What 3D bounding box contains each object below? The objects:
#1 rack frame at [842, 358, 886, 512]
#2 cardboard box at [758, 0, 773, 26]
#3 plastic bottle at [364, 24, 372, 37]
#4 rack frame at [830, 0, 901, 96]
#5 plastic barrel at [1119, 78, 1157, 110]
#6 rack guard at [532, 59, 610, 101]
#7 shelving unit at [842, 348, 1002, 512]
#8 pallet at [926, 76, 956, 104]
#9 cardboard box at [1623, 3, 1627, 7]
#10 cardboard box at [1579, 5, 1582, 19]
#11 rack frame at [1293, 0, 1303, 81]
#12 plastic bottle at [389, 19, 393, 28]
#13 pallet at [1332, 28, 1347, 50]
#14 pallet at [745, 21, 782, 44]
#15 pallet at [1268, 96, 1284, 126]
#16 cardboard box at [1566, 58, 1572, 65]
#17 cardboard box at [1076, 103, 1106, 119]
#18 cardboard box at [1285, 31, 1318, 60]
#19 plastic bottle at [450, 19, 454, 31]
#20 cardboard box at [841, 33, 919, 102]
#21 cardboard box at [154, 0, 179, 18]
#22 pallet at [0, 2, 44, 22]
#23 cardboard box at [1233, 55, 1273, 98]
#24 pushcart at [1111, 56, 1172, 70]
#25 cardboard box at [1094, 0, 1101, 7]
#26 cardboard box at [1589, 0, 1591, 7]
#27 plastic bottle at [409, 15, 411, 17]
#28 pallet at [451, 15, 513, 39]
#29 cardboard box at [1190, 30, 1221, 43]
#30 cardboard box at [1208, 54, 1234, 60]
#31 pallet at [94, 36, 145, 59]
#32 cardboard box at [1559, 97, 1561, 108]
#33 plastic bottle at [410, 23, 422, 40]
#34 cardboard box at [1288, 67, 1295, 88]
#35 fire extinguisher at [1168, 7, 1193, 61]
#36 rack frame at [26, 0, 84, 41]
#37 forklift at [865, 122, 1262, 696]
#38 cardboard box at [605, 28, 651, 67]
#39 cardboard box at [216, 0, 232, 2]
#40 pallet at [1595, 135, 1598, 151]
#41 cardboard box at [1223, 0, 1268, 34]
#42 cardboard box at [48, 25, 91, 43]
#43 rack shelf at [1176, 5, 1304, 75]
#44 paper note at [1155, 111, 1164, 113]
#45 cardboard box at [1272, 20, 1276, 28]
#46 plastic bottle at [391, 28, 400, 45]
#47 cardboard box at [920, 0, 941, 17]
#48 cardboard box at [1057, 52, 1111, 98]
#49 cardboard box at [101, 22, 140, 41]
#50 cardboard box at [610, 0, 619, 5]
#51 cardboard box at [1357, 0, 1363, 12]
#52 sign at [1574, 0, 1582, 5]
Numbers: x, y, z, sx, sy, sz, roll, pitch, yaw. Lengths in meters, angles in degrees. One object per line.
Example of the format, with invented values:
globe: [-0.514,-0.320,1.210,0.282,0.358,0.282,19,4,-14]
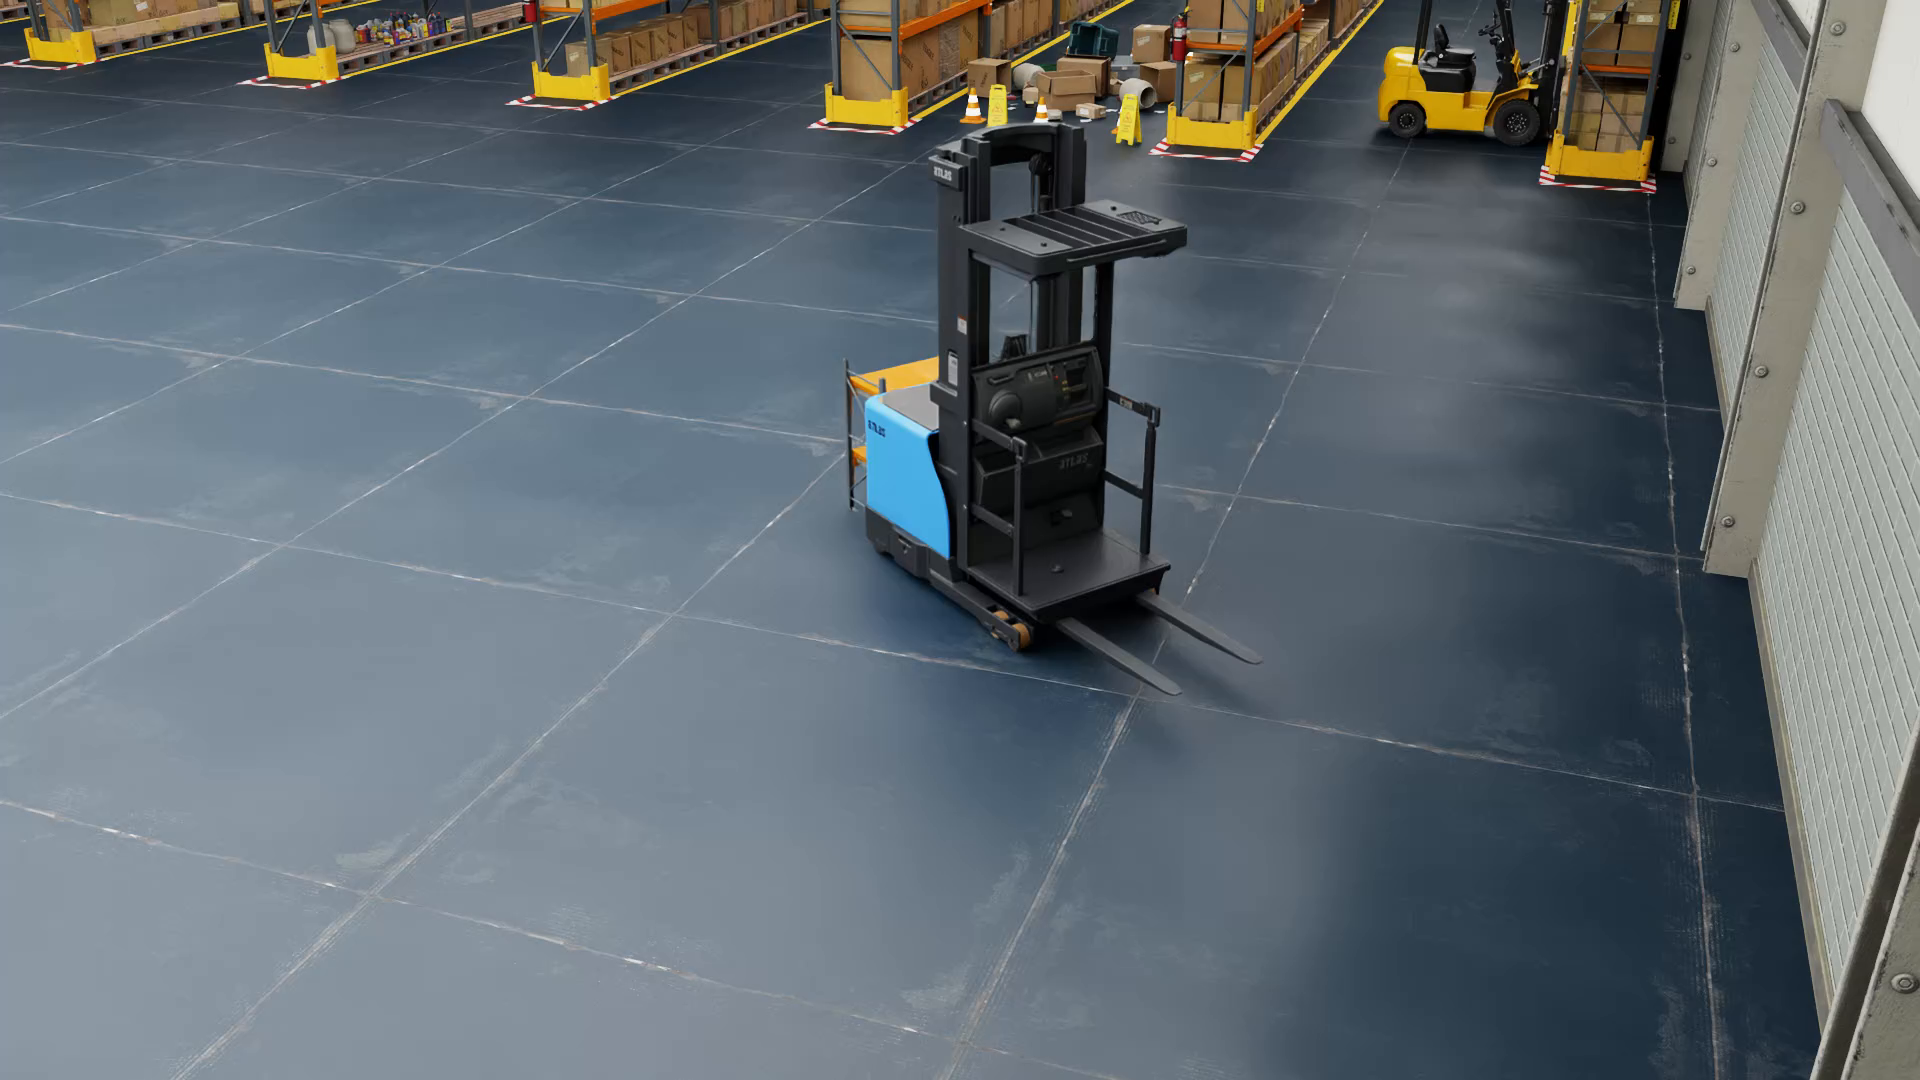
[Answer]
rack frame: [-0.654,-0.660,11.545,0.032,1.125,0.500,-17,31,-32]
cardboard box: [-3.868,-9.748,30.528,0.700,0.500,0.500,11,28,22]
plastic bottle: [-10.288,-8.795,28.816,0.152,0.276,0.135,8,27,16]
rack frame: [-1.327,-7.369,23.250,1.000,3.000,0.127,9,27,17]
plastic barrel: [2.634,-6.601,24.621,0.421,0.421,0.512,-14,29,-27]
rack guard: [-5.946,-7.036,25.431,1.175,0.500,0.348,9,27,17]
shelving unit: [-0.241,-0.789,11.812,1.048,1.125,0.538,-17,31,-32]
pallet: [-0.727,-6.953,25.592,1.003,0.211,1.213,9,27,17]
cardboard box: [8.975,-6.813,21.988,0.500,0.500,0.500,9,27,18]
cardboard box: [7.964,-6.603,20.811,0.380,0.149,0.250,9,27,18]
rack frame: [4.705,-8.336,25.248,1.000,3.000,0.127,9,27,17]
plastic bottle: [-10.047,-9.046,29.342,0.097,0.271,0.097,0,26,0]
pallet: [6.370,-9.038,29.898,1.003,0.211,1.213,9,27,17]
pallet: [-3.978,-9.341,30.524,1.003,0.211,1.213,9,27,17]
pallet: [4.111,-6.297,24.237,1.003,0.211,1.213,9,27,17]
cardboard box: [8.596,-6.451,22.881,0.500,0.250,0.500,10,27,19]
cardboard box: [1.905,-6.240,24.192,0.250,0.149,0.380,-20,33,-36]
cardboard box: [5.343,-8.140,27.377,0.950,0.372,0.625,10,27,19]
plastic bottle: [-9.137,-9.236,29.813,0.097,0.201,0.097,0,26,0]
cardboard box: [-1.164,-6.890,24.217,0.875,0.875,0.875,9,27,18]
cardboard box: [-14.422,-9.661,29.797,0.500,0.500,0.500,9,27,17]
pallet: [-18.843,-10.392,32.694,1.003,0.211,1.213,9,27,17]
cardboard box: [4.081,-6.498,23.265,0.500,0.500,0.500,8,27,16]
pushcart: [2.539,-7.466,26.460,1.648,0.377,0.936,0,26,-1]
cardboard box: [2.486,-10.812,32.750,0.500,0.500,0.500,8,27,16]
cardboard box: [8.029,-6.728,20.728,0.380,0.149,0.250,9,27,18]
plastic bottle: [-9.912,-9.259,29.776,0.152,0.276,0.135,10,27,19]
pallet: [-9.086,-9.565,30.986,1.003,0.211,1.213,9,27,17]
cardboard box: [3.297,-6.764,22.290,0.380,0.149,0.250,10,27,19]
cardboard box: [3.565,-6.563,23.400,0.500,0.500,0.500,10,28,19]
pallet: [-15.096,-8.633,29.061,1.003,0.211,1.213,9,27,17]
cardboard box: [8.252,-5.816,22.142,0.500,0.250,0.500,8,27,16]
plastic bottle: [-9.482,-8.879,28.991,0.152,0.276,0.135,9,27,18]
cardboard box: [4.762,-7.006,25.174,0.500,0.250,0.500,10,28,20]
fire extinguisher: [2.902,-6.677,21.911,0.296,0.674,0.183,9,27,17]
rack frame: [-15.311,-9.567,27.792,1.000,3.000,0.127,9,27,17]
forklift: [0.605,-0.885,9.939,1.130,2.935,3.031,-17,30,-31]
cardboard box: [-5.355,-7.953,26.843,0.500,0.500,0.500,11,28,22]
cardboard box: [-14.116,-10.375,32.133,0.500,0.250,0.500,8,27,17]
pallet: [8.271,-5.039,21.639,1.003,0.211,1.213,9,27,17]
cardboard box: [3.793,-7.026,22.086,0.500,0.500,0.500,8,27,17]
cardboard box: [-15.412,-8.782,28.843,0.500,0.250,0.500,9,27,17]
rack shelf: [4.040,-7.190,23.708,1.077,0.370,4.000,9,27,17]
paper note: [2.940,-6.306,24.462,0.142,0.019,0.148,0,26,-1]
cardboard box: [4.247,-7.322,23.442,0.380,0.149,0.250,8,27,16]
plastic bottle: [-9.652,-8.613,28.433,0.061,0.283,0.133,9,27,18]
cardboard box: [-0.779,-8.036,24.457,0.875,0.550,0.550,9,27,17]
cardboard box: [1.875,-7.104,25.413,0.797,0.637,0.503,9,27,17]
cardboard box: [-14.760,-8.913,29.114,0.500,0.250,0.500,9,27,17]
cardboard box: [-5.453,-8.299,25.461,0.380,0.149,0.250,9,27,17]
cardboard box: [7.237,-10.590,31.860,0.875,0.875,0.875,10,27,19]
sign: [7.549,-6.686,20.240,0.100,0.325,0.005,9,27,17]
